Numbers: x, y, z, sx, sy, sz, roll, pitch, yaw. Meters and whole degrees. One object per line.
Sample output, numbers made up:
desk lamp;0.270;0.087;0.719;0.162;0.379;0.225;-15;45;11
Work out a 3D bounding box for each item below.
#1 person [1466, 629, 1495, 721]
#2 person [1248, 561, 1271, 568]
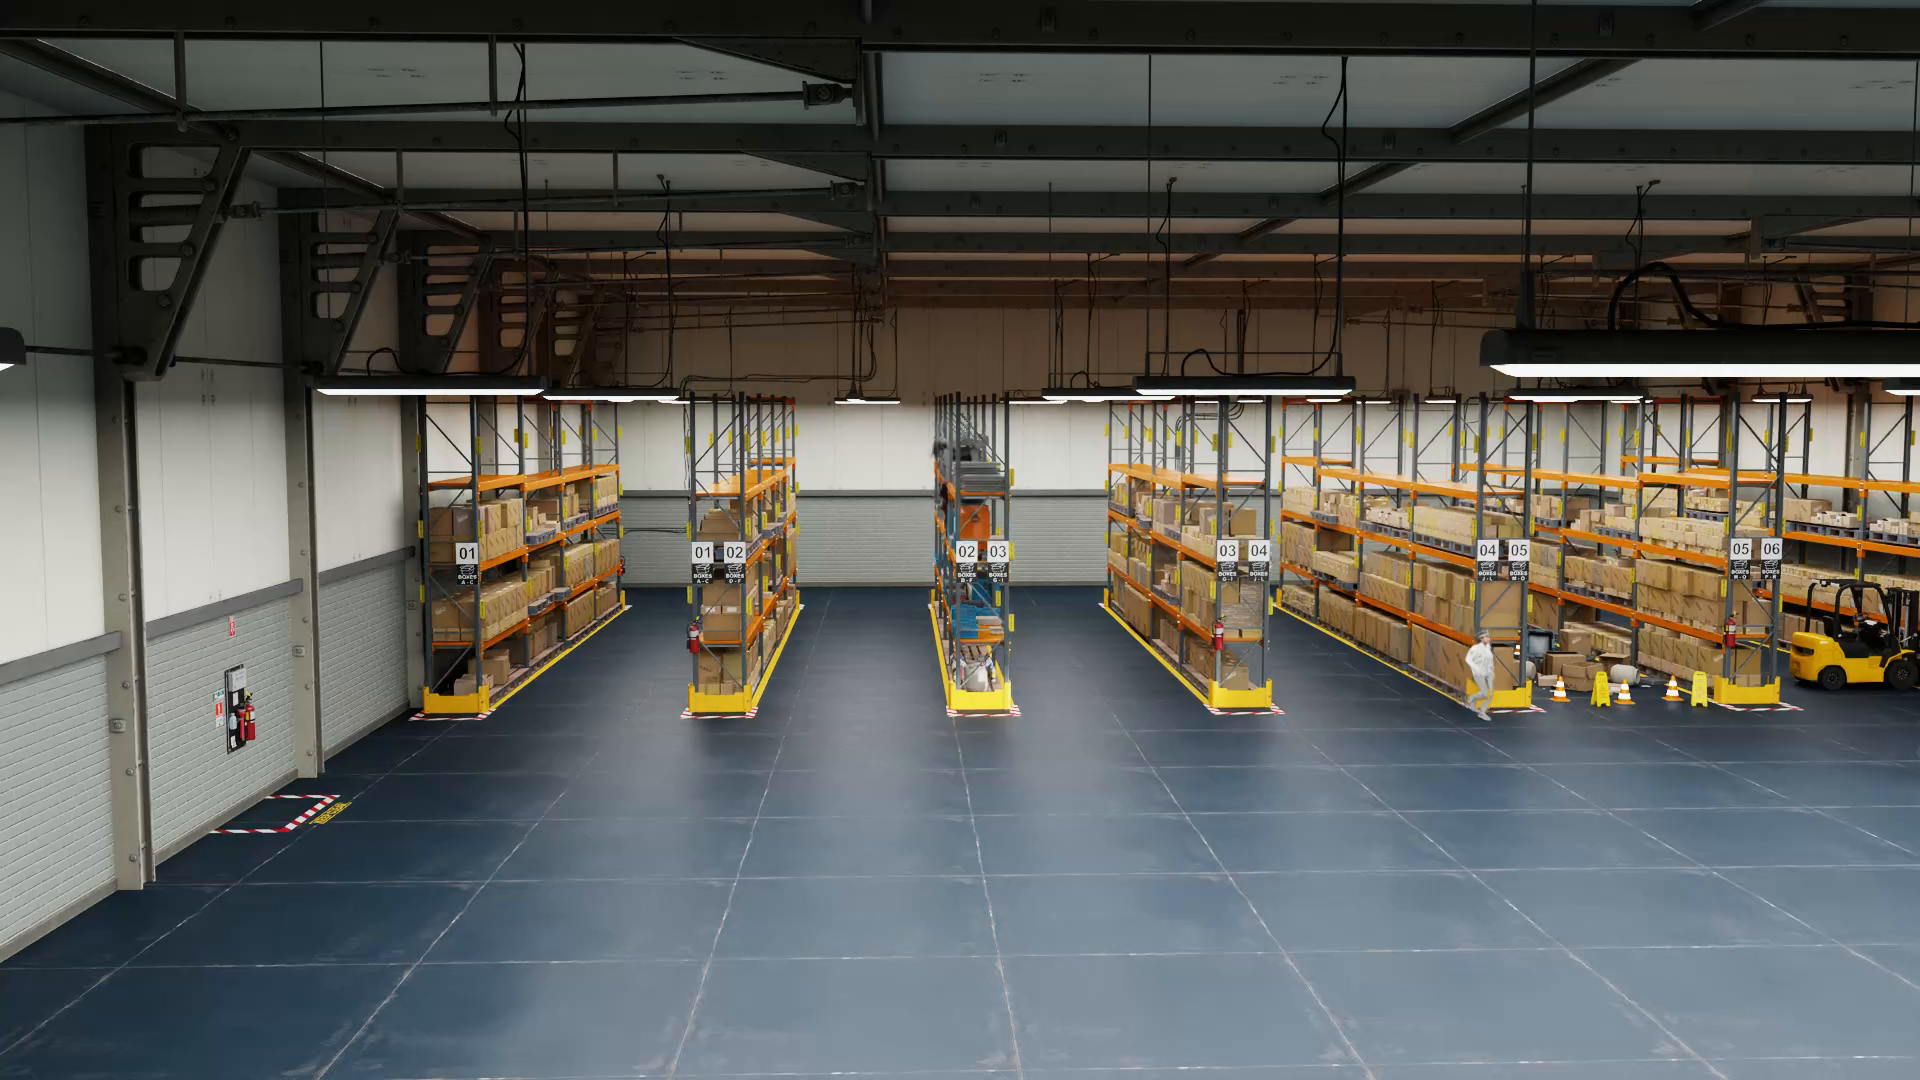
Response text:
person;9.582;2.464;30.554;0.655;1.662;0.503;-2;5;-26
person;8.695;0.954;48.457;0.876;1.767;0.697;-3;6;-34
